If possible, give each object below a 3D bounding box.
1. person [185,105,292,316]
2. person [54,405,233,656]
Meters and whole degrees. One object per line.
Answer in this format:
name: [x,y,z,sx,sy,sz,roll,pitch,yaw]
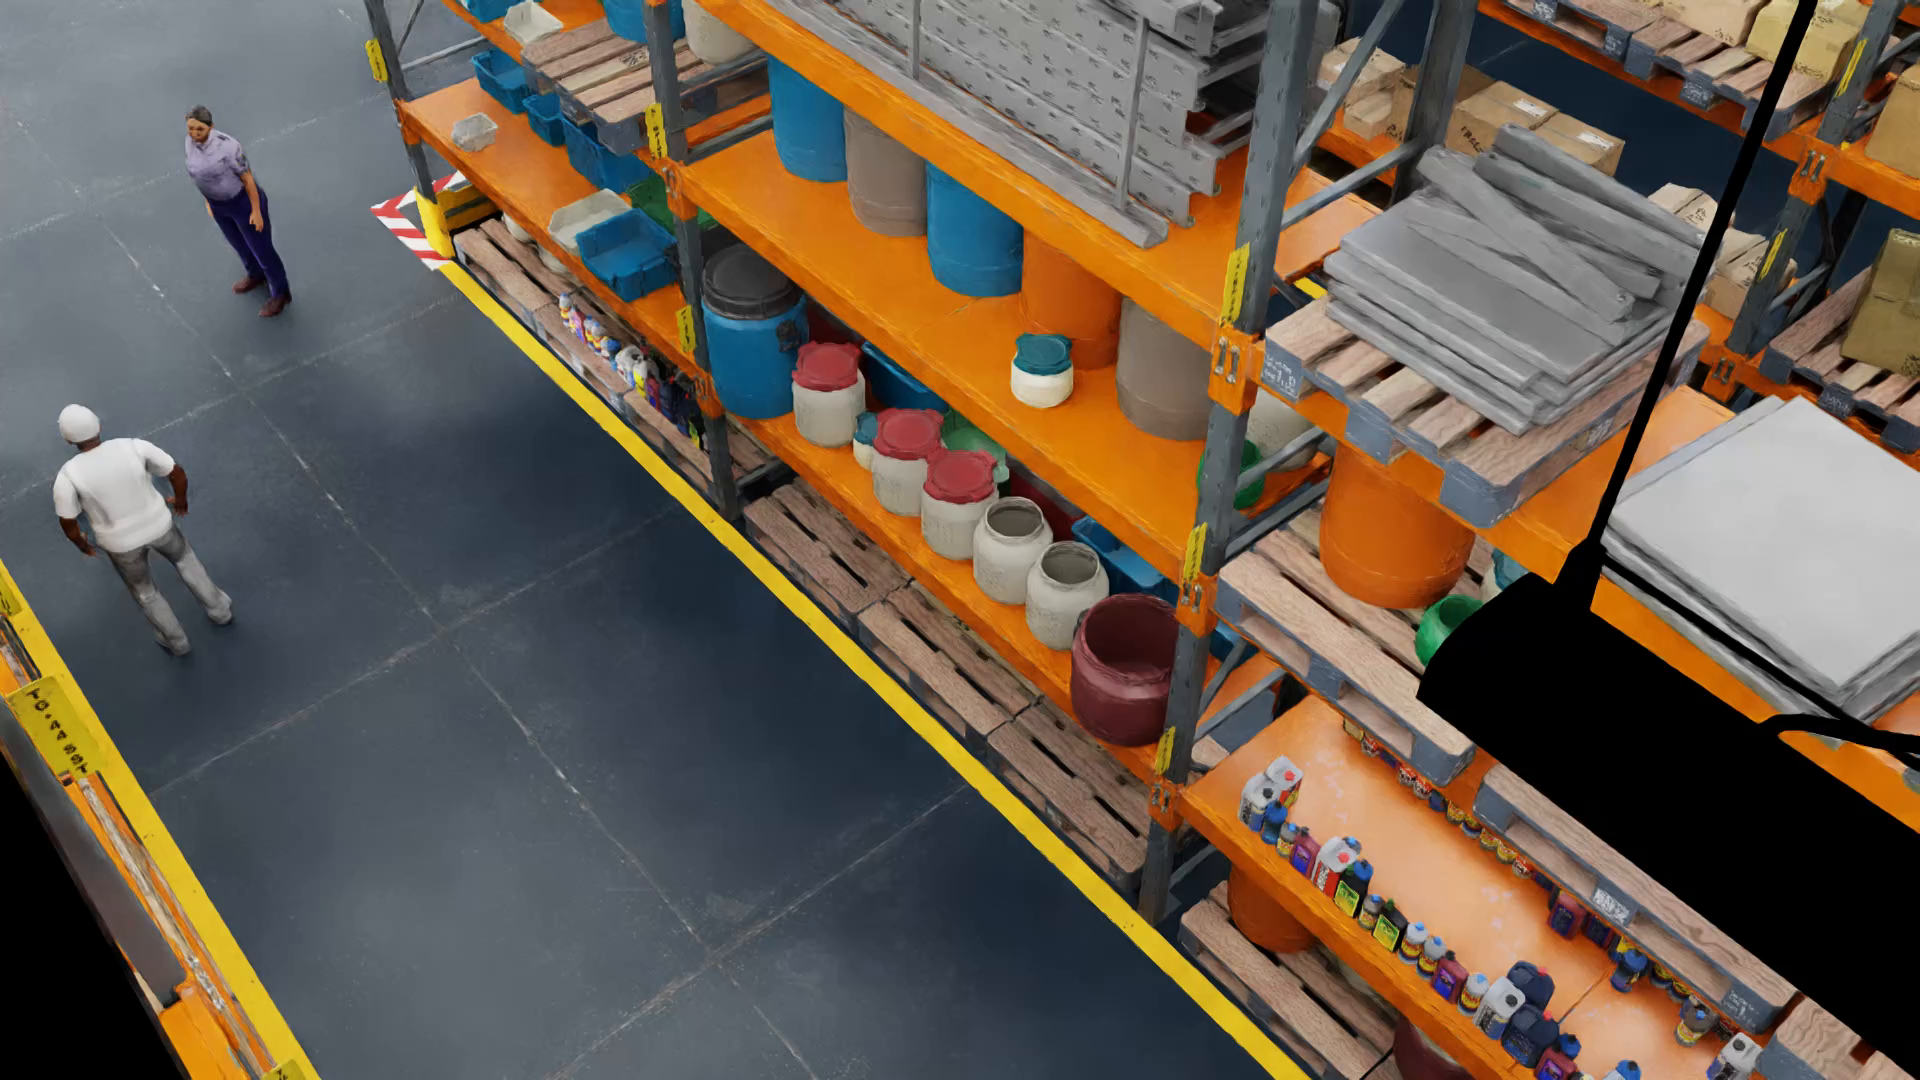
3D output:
person: [-5.328,-2.426,12.133,0.580,1.657,0.445,17,49,15]
person: [-4.895,-0.079,9.889,0.719,1.714,0.578,-33,55,-27]
